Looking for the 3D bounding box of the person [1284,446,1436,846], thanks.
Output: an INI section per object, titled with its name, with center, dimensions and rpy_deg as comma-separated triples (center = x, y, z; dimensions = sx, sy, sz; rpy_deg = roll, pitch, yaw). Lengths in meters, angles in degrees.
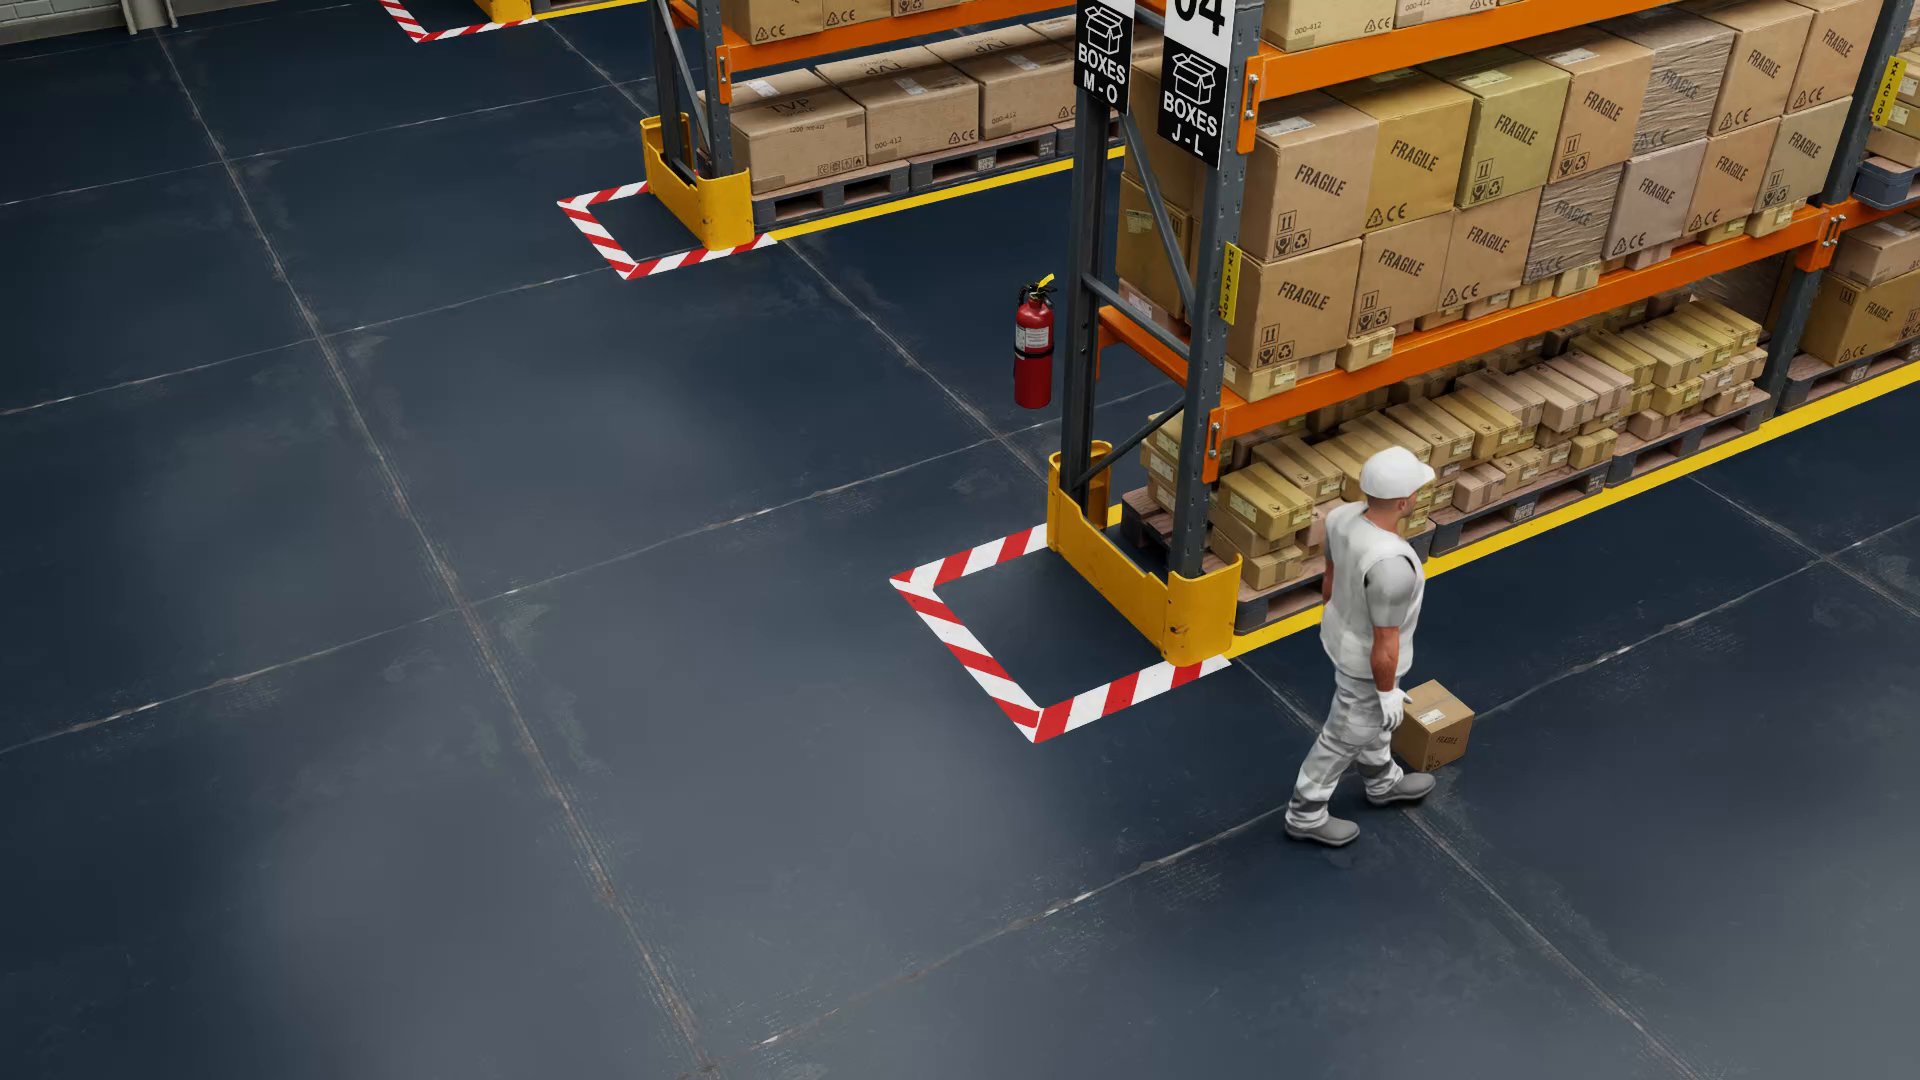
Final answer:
[person]
center = 1.653, 0.425, 6.314
dimensions = 0.696, 1.777, 0.592
rpy_deg = -4, 37, -6
